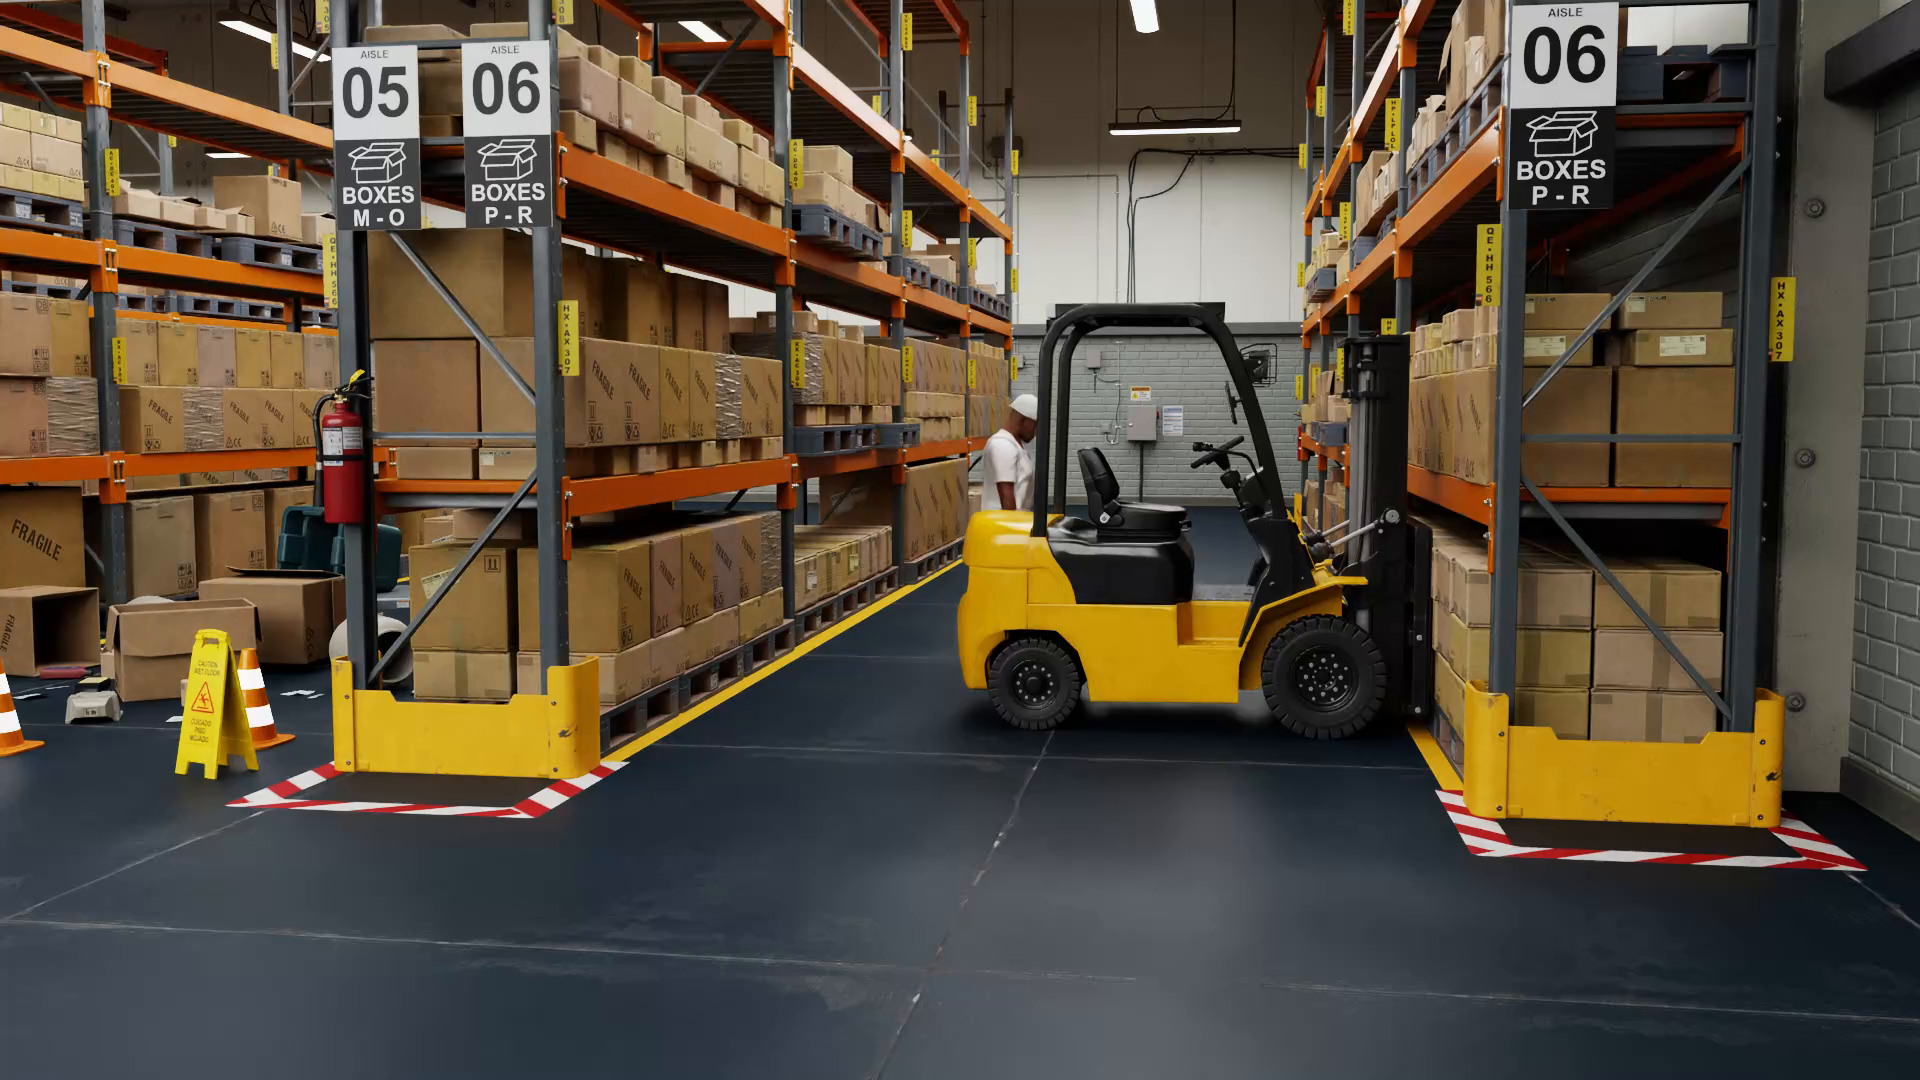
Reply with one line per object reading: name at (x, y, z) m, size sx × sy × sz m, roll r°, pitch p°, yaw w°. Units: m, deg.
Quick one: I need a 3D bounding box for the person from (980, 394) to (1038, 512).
person at (0.350, -0.061, 10.550) m, size 0.437 × 1.725 × 0.588 m, roll 1°, pitch 5°, yaw 10°
